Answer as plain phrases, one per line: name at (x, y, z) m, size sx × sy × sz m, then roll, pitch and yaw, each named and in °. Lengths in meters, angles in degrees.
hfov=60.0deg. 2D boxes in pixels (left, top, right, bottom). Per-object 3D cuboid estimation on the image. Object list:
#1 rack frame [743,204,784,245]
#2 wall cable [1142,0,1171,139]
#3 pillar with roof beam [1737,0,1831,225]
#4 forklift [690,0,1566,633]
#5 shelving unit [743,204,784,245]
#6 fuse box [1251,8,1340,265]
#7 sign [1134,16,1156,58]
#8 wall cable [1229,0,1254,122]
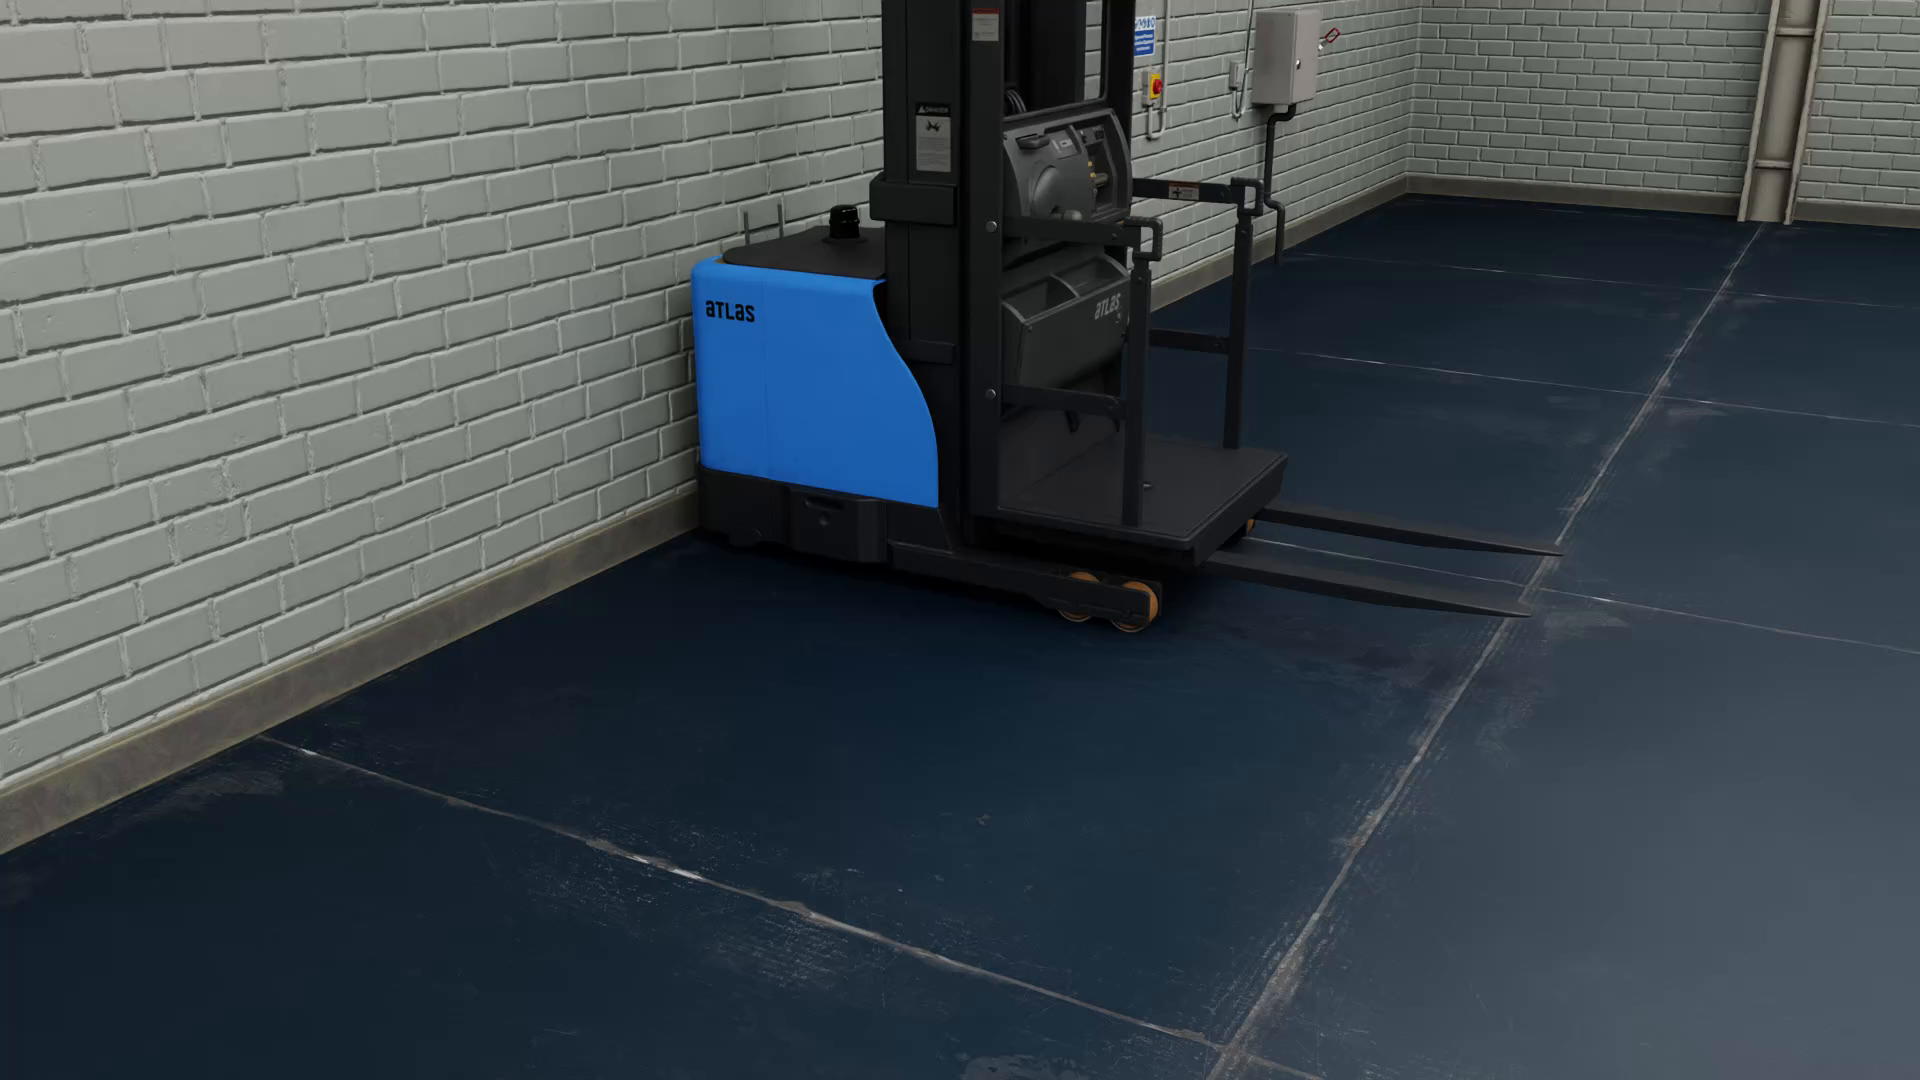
rack frame at (-0.729, -0.693, 6.506) m, size 0.006 × 1.200 × 0.240 m, roll 9°, pitch 22°, yaw 28°
wall cable at (1.126, -3.246, 9.379) m, size 0.123 × 1.953 × 0.585 m, roll 11°, pitch 23°, yaw 27°
pillar with roof beam at (4.464, -5.557, 8.487) m, size 0.400 × 9.000 × 9.100 m, roll 11°, pitch 23°, yaw 27°
forklift at (0.558, -1.278, 5.589) m, size 3.031 × 2.935 × 1.130 m, roll 10°, pitch 22°, yaw 26°
shelving unit at (-0.808, -0.705, 6.549) m, size 0.189 × 1.200 × 0.258 m, roll 9°, pitch 22°, yaw 28°
fuse box at (2.278, -2.749, 11.434) m, size 0.414 × 1.711 × 0.539 m, roll 11°, pitch 23°, yaw 27°
sign at (1.049, -2.877, 9.500) m, size 0.001 × 0.218 × 0.327 m, roll 11°, pitch 23°, yaw 27°
wall cable at (1.807, -3.655, 10.554) m, size 0.122 × 1.984 × 0.588 m, roll 11°, pitch 23°, yaw 27°
